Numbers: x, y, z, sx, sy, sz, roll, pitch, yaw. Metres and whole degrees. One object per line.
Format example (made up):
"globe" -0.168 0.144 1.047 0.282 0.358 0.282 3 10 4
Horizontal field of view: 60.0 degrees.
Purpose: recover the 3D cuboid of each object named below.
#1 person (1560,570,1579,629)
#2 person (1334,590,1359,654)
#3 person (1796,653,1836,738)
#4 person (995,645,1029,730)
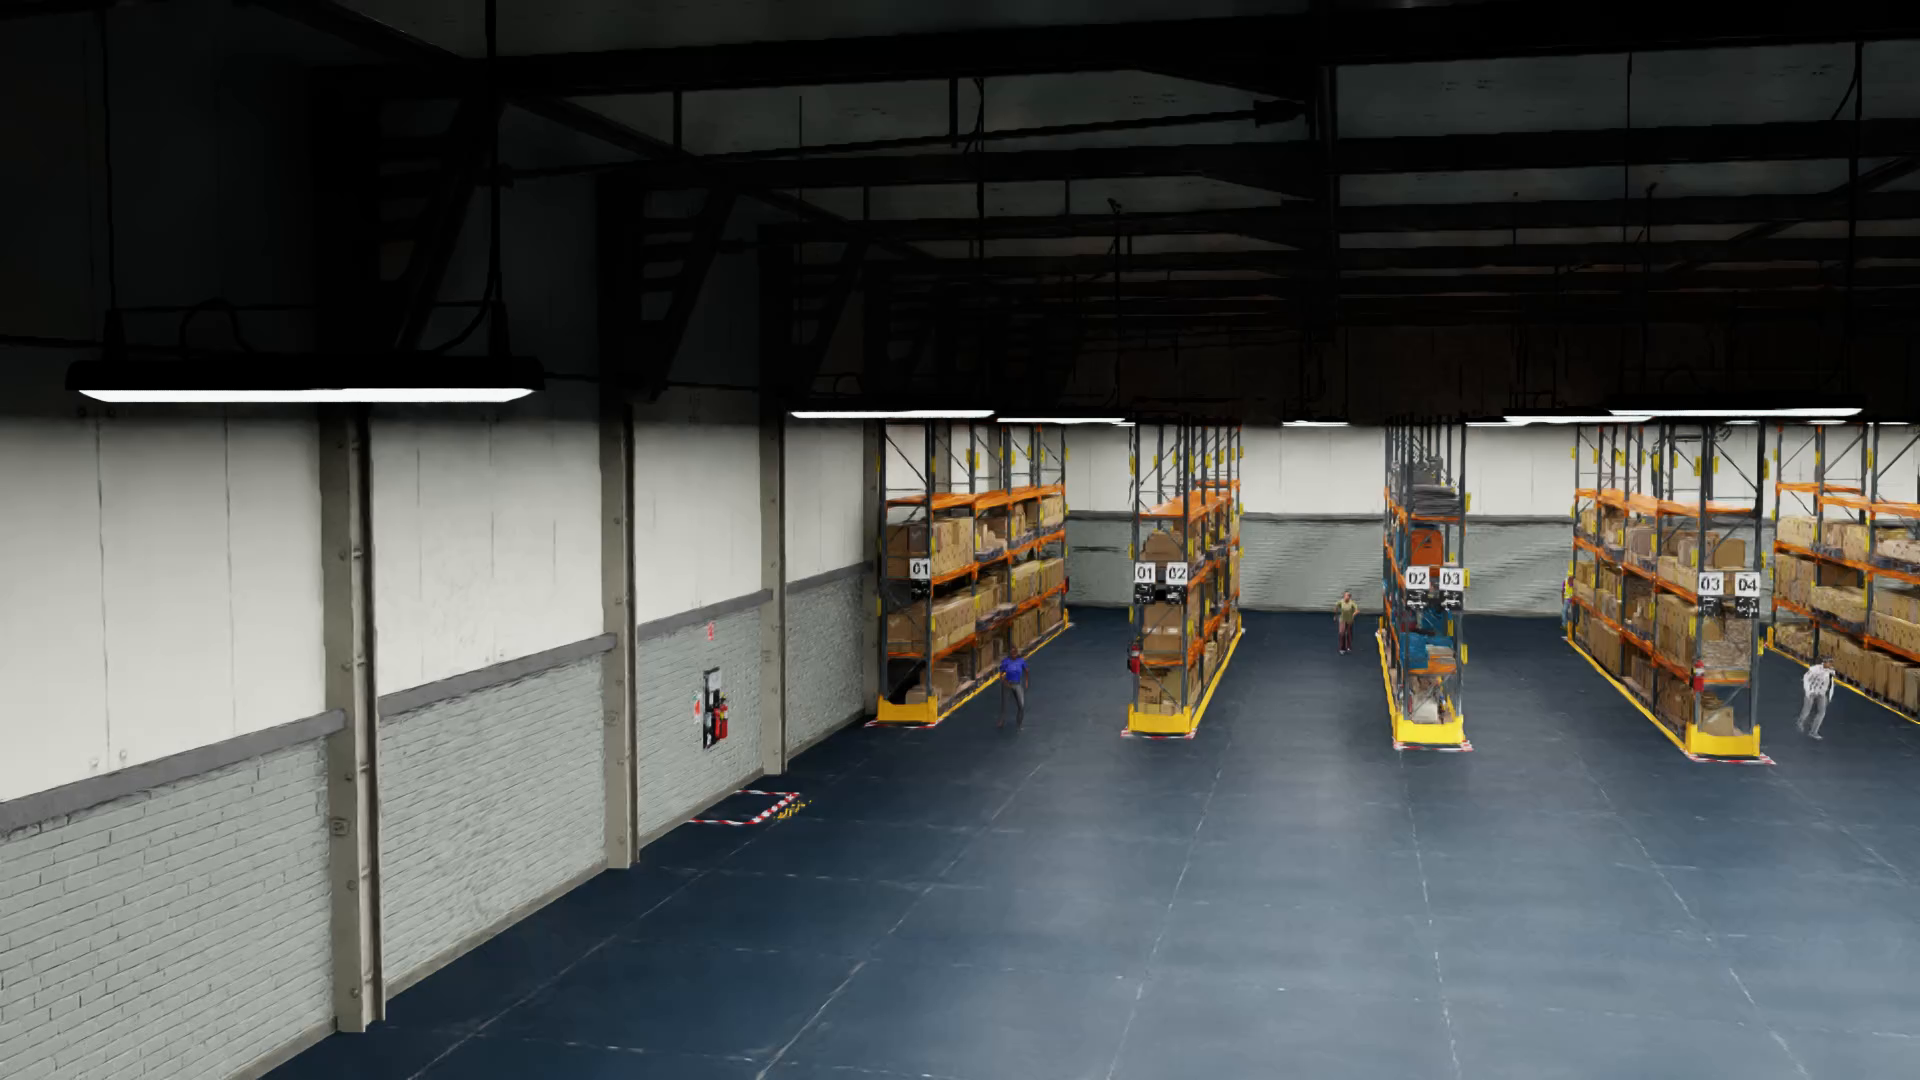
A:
"person" 17.438 1.672 47.358 0.618 1.712 0.958 3 5 33
"person" 9.829 2.060 42.290 0.607 1.600 0.800 1 4 11
"person" 15.918 2.856 30.899 0.571 1.575 0.786 0 4 4
"person" 0.993 2.783 31.617 0.636 1.612 0.619 0 4 0
